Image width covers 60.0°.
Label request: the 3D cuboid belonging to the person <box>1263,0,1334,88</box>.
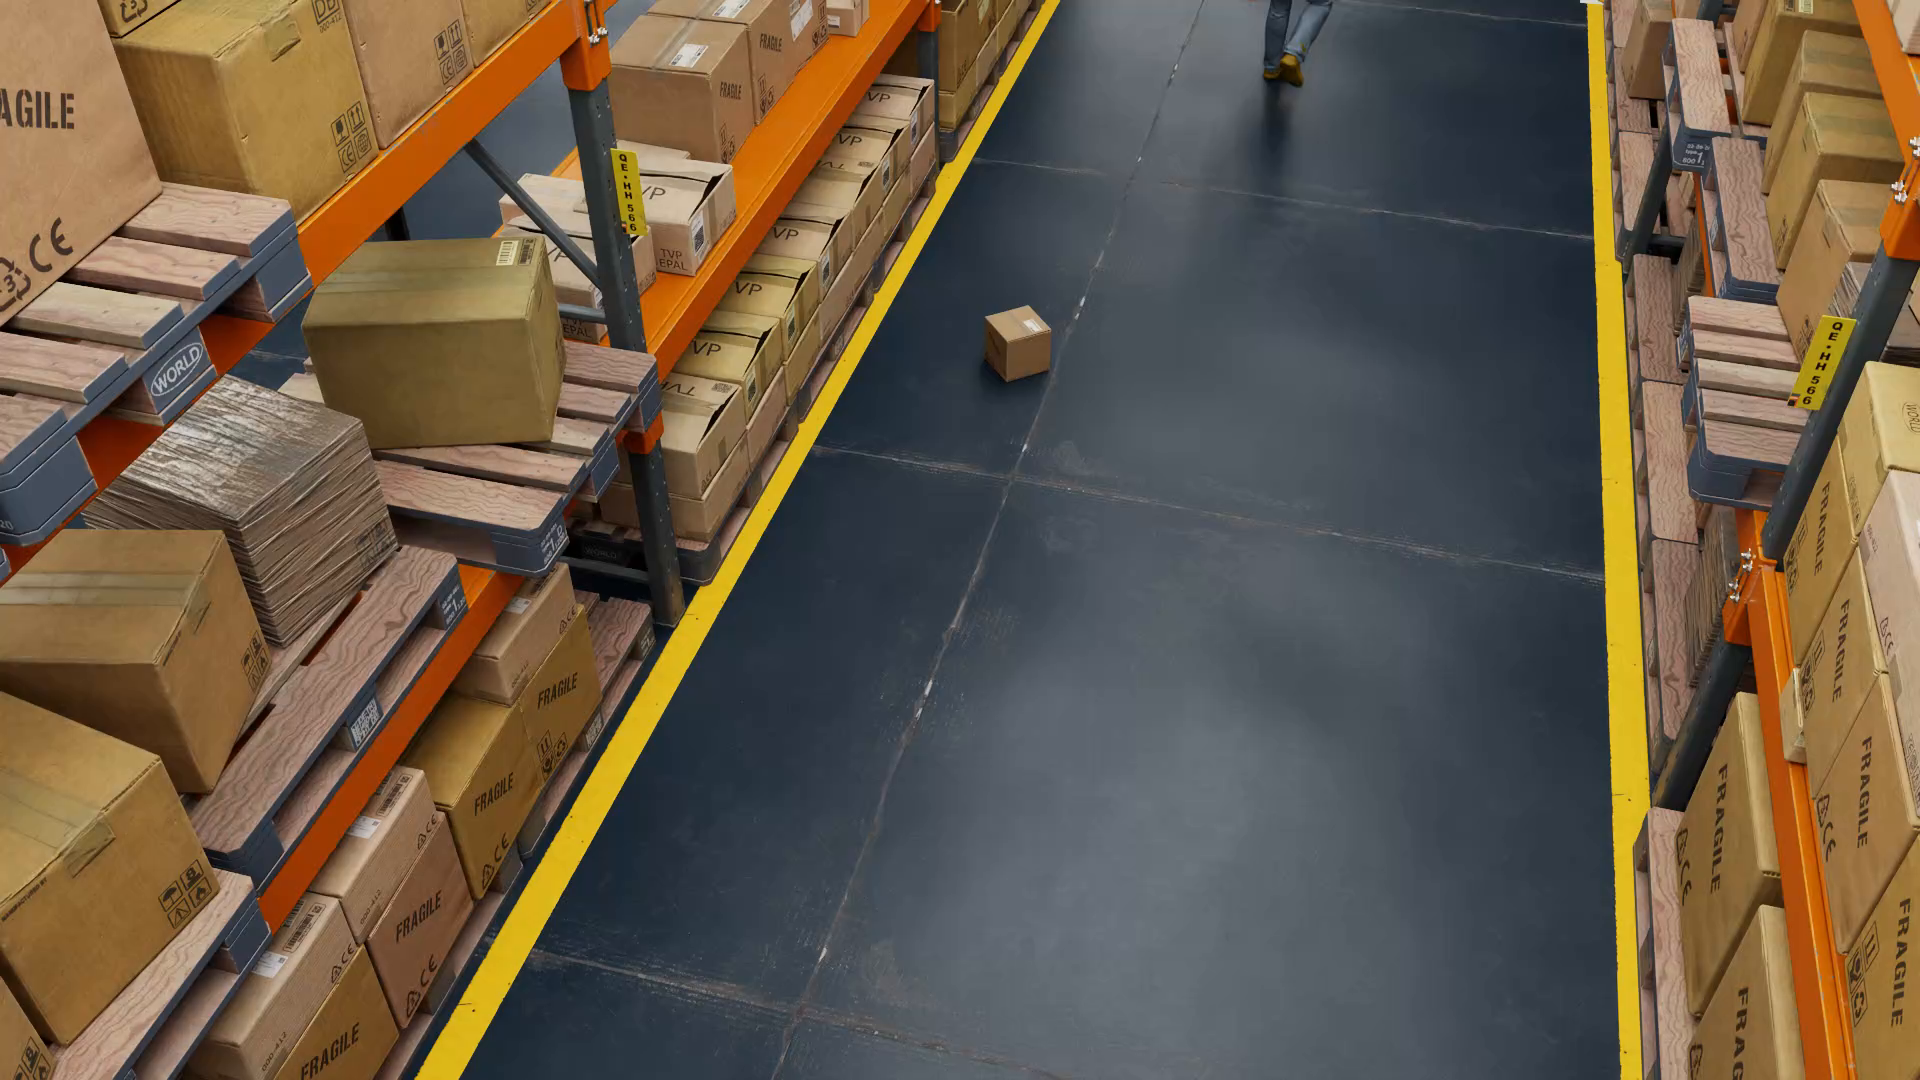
[{"bbox_3d":[2.142,-3.669,10.379,0.593,1.752,0.625,18,44,20],"label":"person"}]
